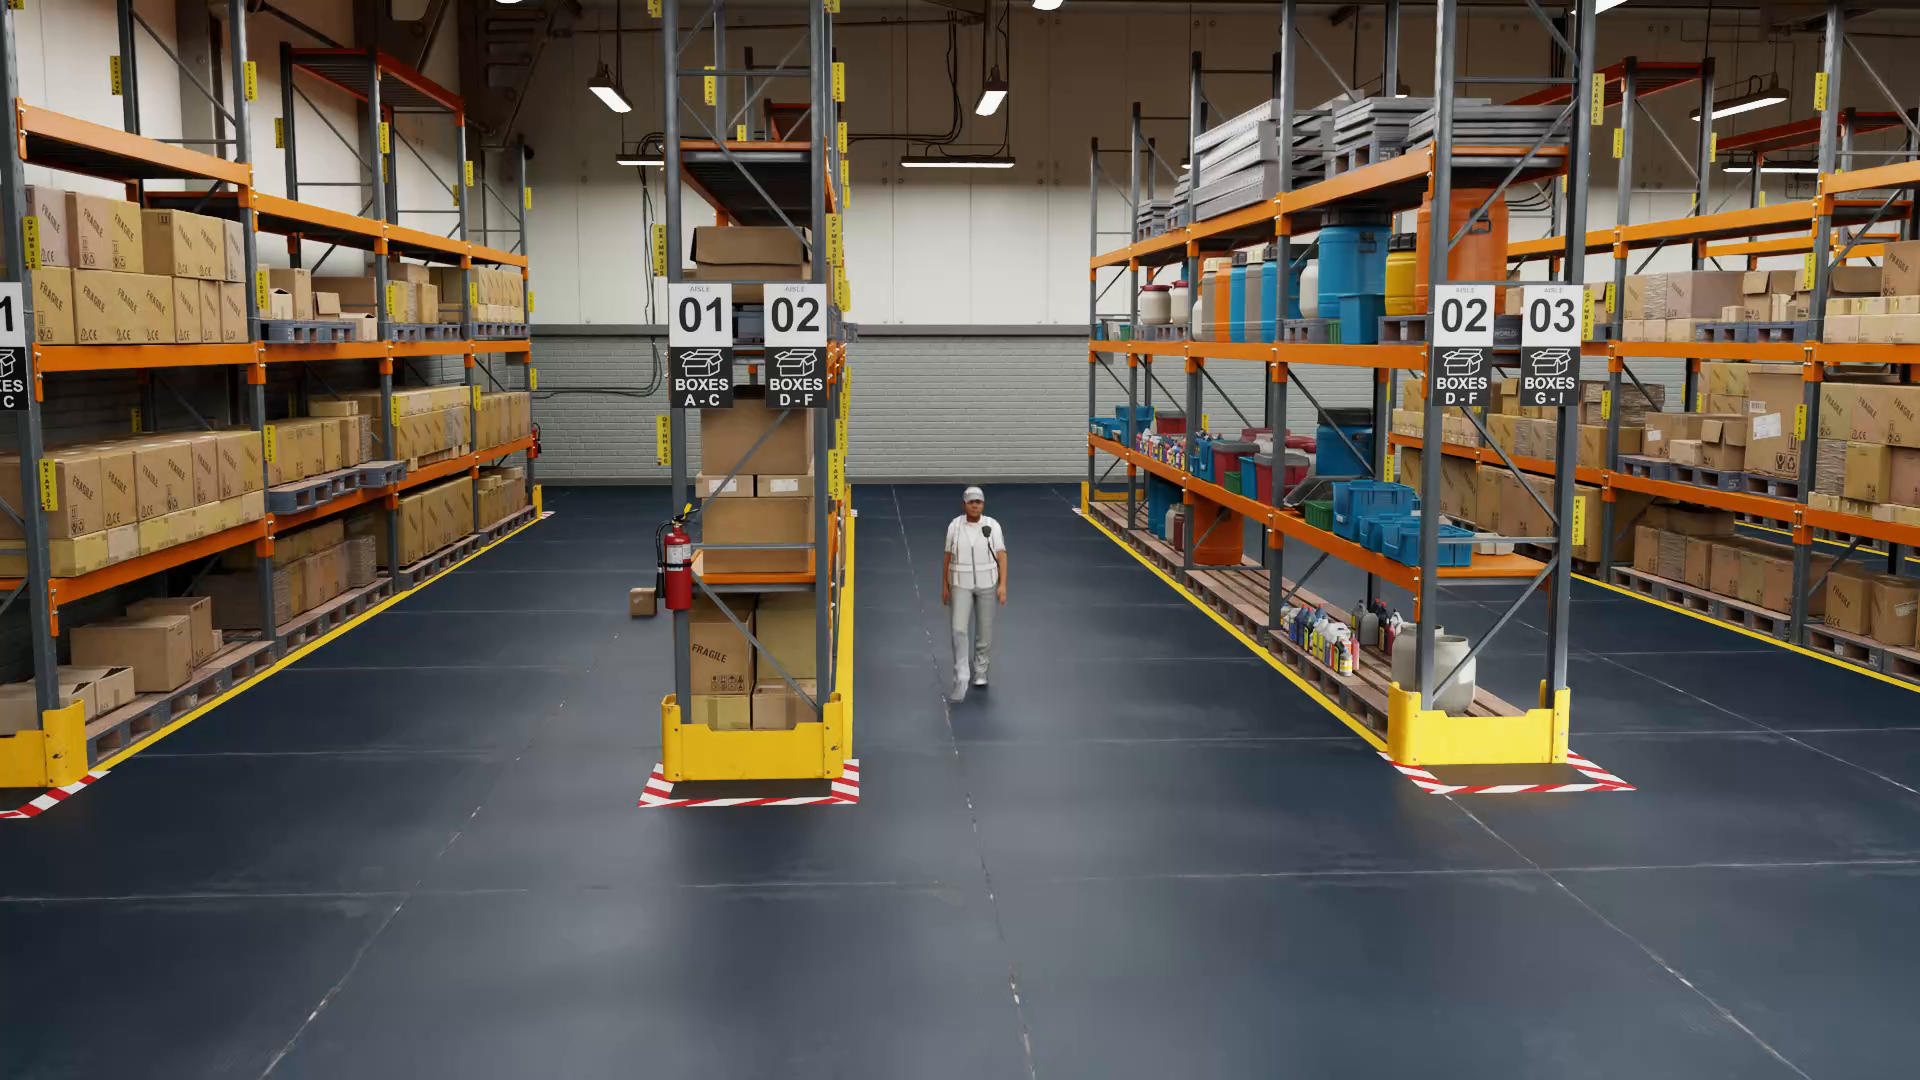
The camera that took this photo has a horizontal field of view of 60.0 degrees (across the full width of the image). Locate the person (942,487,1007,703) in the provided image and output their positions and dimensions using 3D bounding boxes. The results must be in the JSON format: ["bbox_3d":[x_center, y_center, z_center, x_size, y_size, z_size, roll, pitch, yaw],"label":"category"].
[{"bbox_3d":[0.121,0.417,13.388,0.523,1.686,0.793,0,7,-3],"label":"person"}]
